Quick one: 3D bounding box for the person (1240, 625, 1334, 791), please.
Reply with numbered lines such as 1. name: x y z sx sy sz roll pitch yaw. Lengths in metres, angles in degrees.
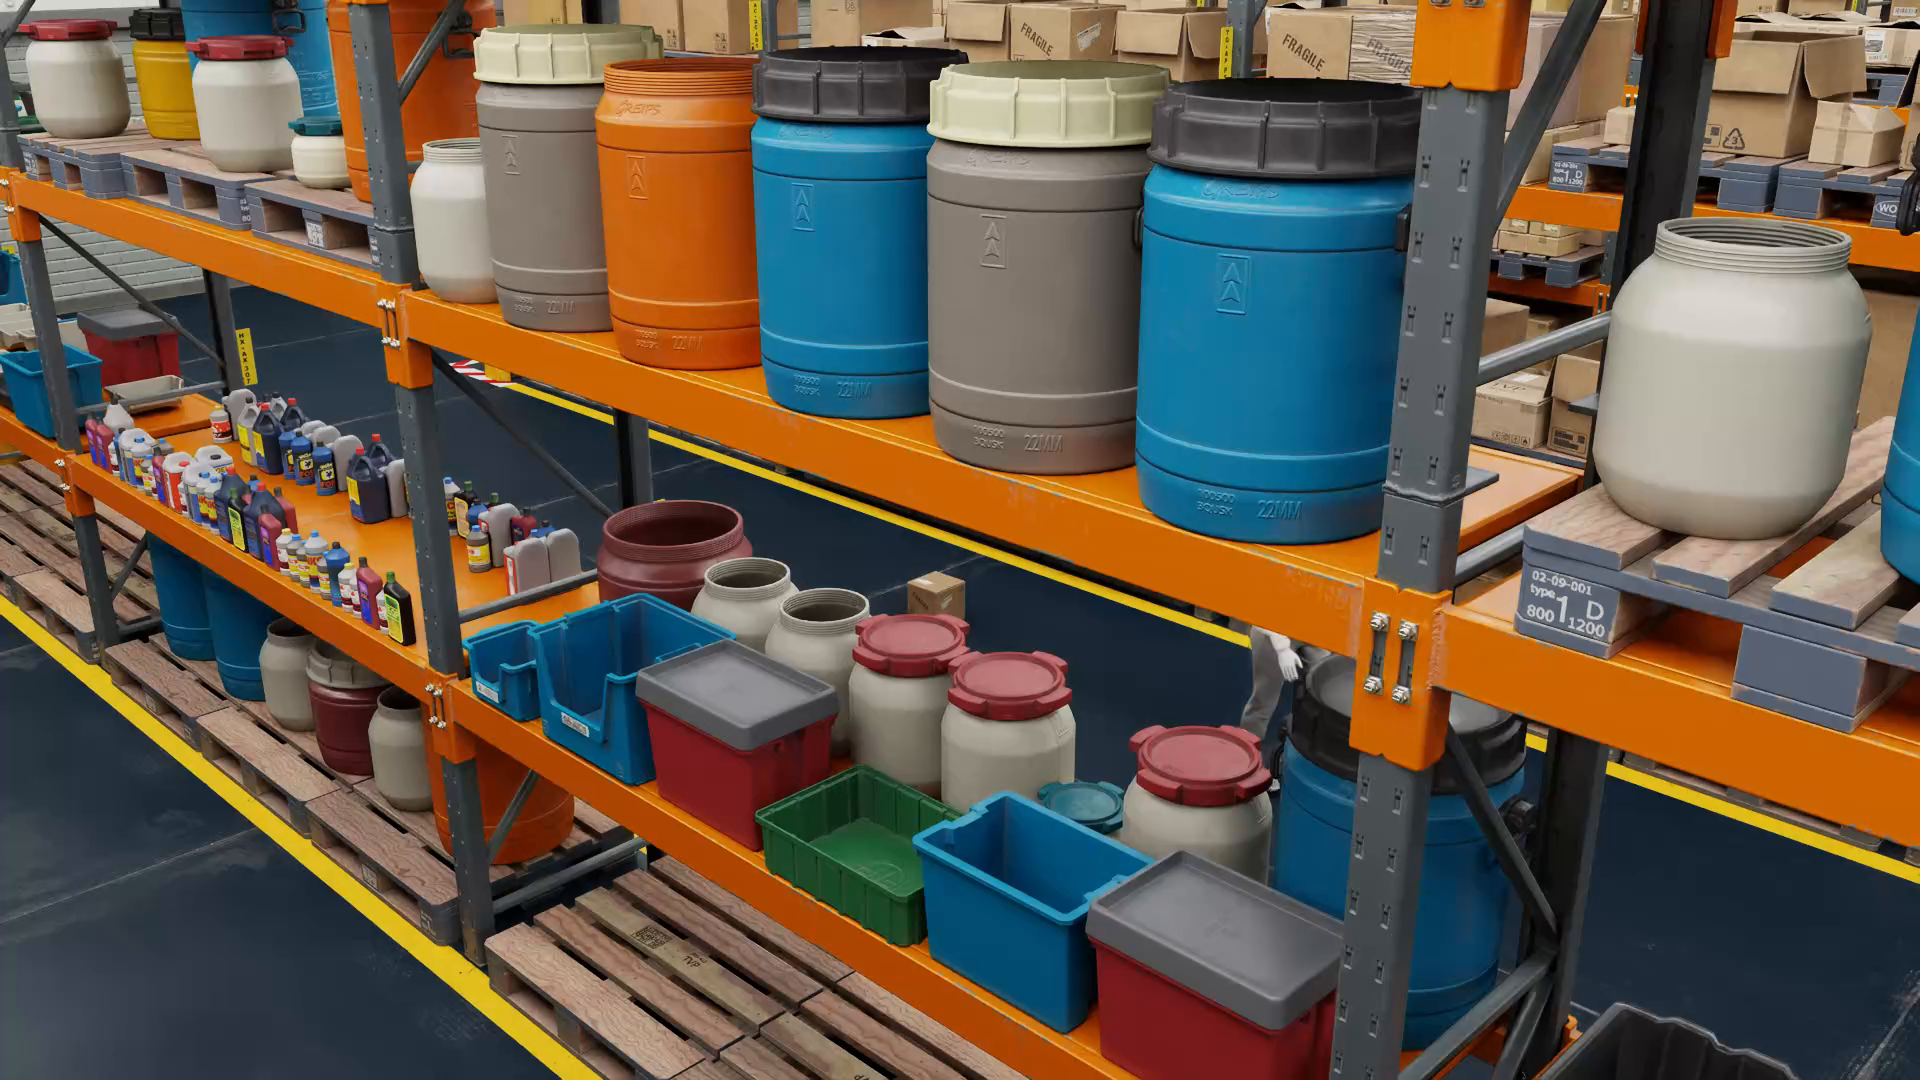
1. person: 1.583 0.480 7.802 0.486 1.740 0.615 -13 24 -31
